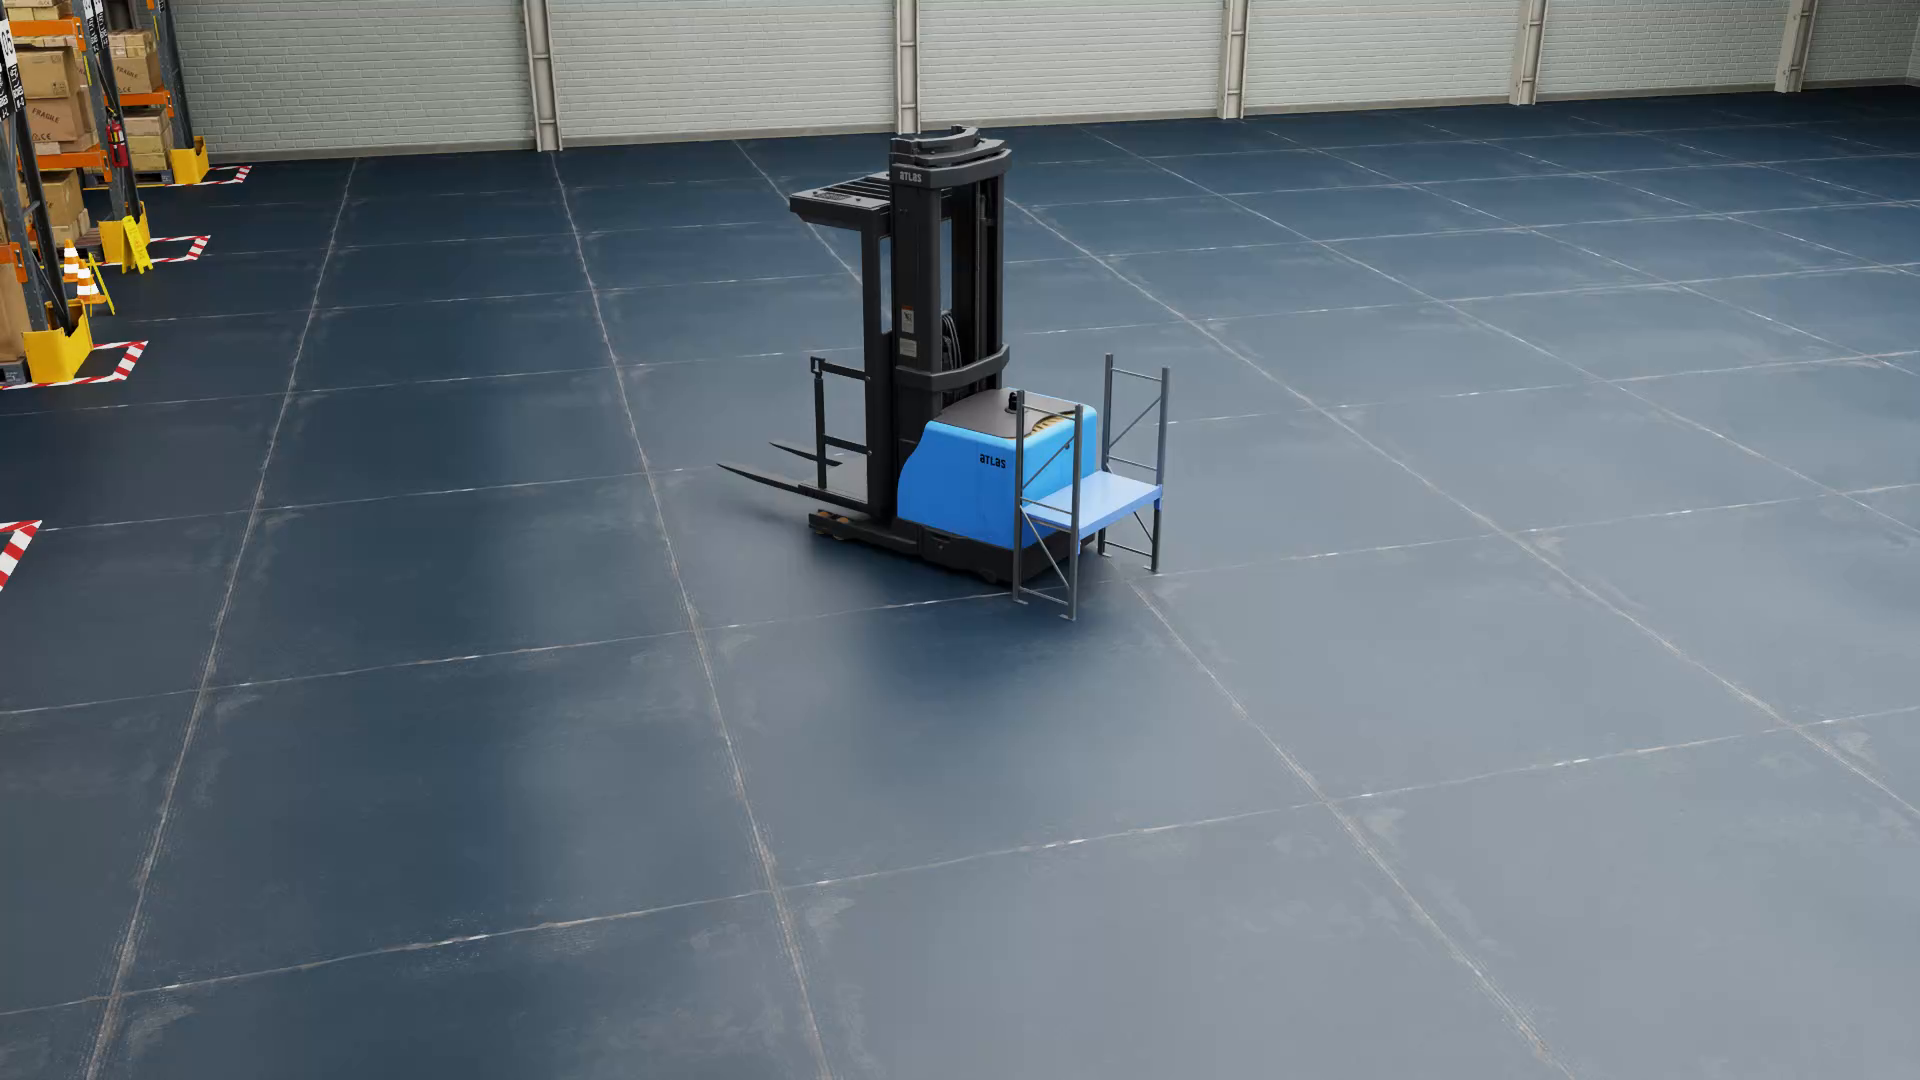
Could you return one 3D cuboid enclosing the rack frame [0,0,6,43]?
[{"bbox_3d":[-8.764,-5.837,14.442,0.127,3.000,1.000,-6,24,-14],"label":"rack frame"}]

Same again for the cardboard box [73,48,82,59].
[{"bbox_3d":[-12.548,-6.969,23.738,0.250,0.149,0.380,-6,24,-15],"label":"cardboard box"}]

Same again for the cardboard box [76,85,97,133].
[{"bbox_3d":[-10.730,-5.187,20.030,0.500,0.500,0.500,-7,24,-15],"label":"cardboard box"}]

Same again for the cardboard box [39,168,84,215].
[{"bbox_3d":[-11.073,-4.239,20.330,0.500,0.500,0.500,-7,24,-16],"label":"cardboard box"}]

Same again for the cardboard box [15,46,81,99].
[{"bbox_3d":[-10.632,-5.454,19.385,0.500,0.500,0.700,-7,24,-16],"label":"cardboard box"}]

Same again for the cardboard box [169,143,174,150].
[{"bbox_3d":[-12.069,-5.785,24.882,0.500,0.250,0.500,-6,24,-14],"label":"cardboard box"}]

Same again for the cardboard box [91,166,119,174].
[{"bbox_3d":[-12.392,-5.543,24.319,0.500,0.250,0.500,-6,24,-14],"label":"cardboard box"}]

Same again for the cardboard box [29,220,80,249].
[{"bbox_3d":[-10.928,-3.688,19.995,0.500,0.250,0.500,-6,24,-15],"label":"cardboard box"}]

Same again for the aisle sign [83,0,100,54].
[{"bbox_3d":[-10.061,-6.040,19.226,0.004,0.787,0.394,-6,24,-14],"label":"aisle sign"}]

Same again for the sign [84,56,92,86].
[{"bbox_3d":[-10.068,-5.414,19.193,0.005,0.325,0.100,-6,24,-14],"label":"sign"}]

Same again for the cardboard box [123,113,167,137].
[{"bbox_3d":[-11.902,-6.055,24.243,0.500,0.250,0.500,-5,24,-13],"label":"cardboard box"}]

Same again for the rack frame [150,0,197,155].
[{"bbox_3d":[-11.543,-6.833,24.371,0.127,3.000,1.000,-6,24,-14],"label":"rack frame"}]

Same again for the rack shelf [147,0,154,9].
[{"bbox_3d":[-13.469,-7.668,23.425,4.000,0.370,1.077,-6,24,-14],"label":"rack shelf"}]

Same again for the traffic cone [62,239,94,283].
[{"bbox_3d":[-10.264,-3.248,19.232,0.334,0.463,0.336,-6,24,-14],"label":"traffic cone"}]

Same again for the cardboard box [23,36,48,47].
[{"bbox_3d":[-13.033,-7.022,23.484,0.250,0.149,0.380,-6,24,-13],"label":"cardboard box"}]

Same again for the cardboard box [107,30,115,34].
[{"bbox_3d":[-12.436,-7.311,24.157,0.250,0.149,0.380,-6,24,-13],"label":"cardboard box"}]

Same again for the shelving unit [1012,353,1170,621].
[{"bbox_3d":[0.883,-0.373,11.214,0.538,1.500,1.048,18,29,35],"label":"shelving unit"}]

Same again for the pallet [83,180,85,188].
[{"bbox_3d":[-13.441,-5.326,24.394,1.213,0.211,1.003,-6,24,-14],"label":"pallet"}]

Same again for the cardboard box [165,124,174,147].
[{"bbox_3d":[-12.052,-6.021,24.799,0.500,0.250,0.500,-6,24,-13],"label":"cardboard box"}]

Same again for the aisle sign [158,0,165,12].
[{"bbox_3d":[-11.401,-7.923,23.615,0.004,0.787,0.394,-6,24,-14],"label":"aisle sign"}]

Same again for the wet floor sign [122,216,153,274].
[{"bbox_3d":[-9.727,-3.481,19.545,0.232,0.644,0.267,2,23,4],"label":"wet floor sign"}]

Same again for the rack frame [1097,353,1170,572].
[{"bbox_3d":[1.201,-0.530,11.578,0.500,1.500,0.032,18,29,35],"label":"rack frame"}]

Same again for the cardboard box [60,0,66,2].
[{"bbox_3d":[-10.755,-6.443,19.470,0.500,0.250,0.500,-7,24,-15],"label":"cardboard box"}]

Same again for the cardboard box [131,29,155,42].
[{"bbox_3d":[-11.924,-7.359,24.270,0.250,0.149,0.380,-7,24,-15],"label":"cardboard box"}]

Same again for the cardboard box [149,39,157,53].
[{"bbox_3d":[-11.940,-7.240,24.369,0.250,0.149,0.380,-7,24,-16],"label":"cardboard box"}]

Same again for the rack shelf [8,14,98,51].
[{"bbox_3d":[-12.125,-5.784,19.034,4.000,0.370,1.077,-6,24,-14],"label":"rack shelf"}]

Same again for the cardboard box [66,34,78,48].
[{"bbox_3d":[-12.565,-7.121,23.716,0.250,0.149,0.380,-6,24,-14],"label":"cardboard box"}]

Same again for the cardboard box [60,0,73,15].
[{"bbox_3d":[-10.606,-6.300,19.643,0.250,0.149,0.380,-6,24,-14],"label":"cardboard box"}]

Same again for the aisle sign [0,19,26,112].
[{"bbox_3d":[-8.777,-4.397,15.396,0.004,0.787,0.394,-6,24,-14],"label":"aisle sign"}]

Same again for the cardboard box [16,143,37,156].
[{"bbox_3d":[-10.968,-4.624,19.542,0.250,0.149,0.380,-7,24,-15],"label":"cardboard box"}]

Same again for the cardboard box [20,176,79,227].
[{"bbox_3d":[-10.900,-4.039,19.862,0.500,0.500,0.500,-6,24,-14],"label":"cardboard box"}]

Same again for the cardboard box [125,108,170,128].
[{"bbox_3d":[-12.057,-6.243,24.681,0.500,0.250,0.500,-7,24,-15],"label":"cardboard box"}]

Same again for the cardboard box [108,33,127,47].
[{"bbox_3d":[-12.060,-7.158,23.801,0.250,0.149,0.380,-6,24,-14],"label":"cardboard box"}]

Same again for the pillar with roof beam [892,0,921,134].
[{"bbox_3d":[0.260,-9.502,22.983,0.400,9.000,9.100,-6,24,-14],"label":"pillar with roof beam"}]

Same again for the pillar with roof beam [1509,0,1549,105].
[{"bbox_3d":[11.814,-10.780,25.961,0.400,9.000,9.100,-6,24,-14],"label":"pillar with roof beam"}]

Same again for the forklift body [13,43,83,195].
[{"bbox_3d":[-12.876,-5.549,22.454,1.214,2.155,2.313,-6,24,-14],"label":"forklift body"}]

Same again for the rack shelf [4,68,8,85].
[{"bbox_3d":[-10.690,-3.915,14.679,4.000,0.370,1.077,-6,24,-14],"label":"rack shelf"}]

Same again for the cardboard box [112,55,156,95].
[{"bbox_3d":[-11.946,-6.727,23.997,0.500,0.500,0.500,-7,24,-16],"label":"cardboard box"}]

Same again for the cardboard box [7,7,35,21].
[{"bbox_3d":[-10.698,-6.029,19.011,0.250,0.149,0.380,-6,24,-14],"label":"cardboard box"}]

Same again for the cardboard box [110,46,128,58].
[{"bbox_3d":[-12.039,-6.995,23.800,0.250,0.149,0.380,-6,24,-14],"label":"cardboard box"}]

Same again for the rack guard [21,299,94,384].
[{"bbox_3d":[-8.741,-1.934,16.124,0.348,0.500,1.175,-6,24,-14],"label":"rack guard"}]

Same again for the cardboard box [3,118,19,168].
[{"bbox_3d":[-9.132,-3.621,15.325,0.550,0.550,0.875,-6,24,-14],"label":"cardboard box"}]

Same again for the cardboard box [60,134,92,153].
[{"bbox_3d":[-10.501,-4.713,19.748,0.250,0.149,0.380,-5,24,-13],"label":"cardboard box"}]

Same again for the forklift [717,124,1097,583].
[{"bbox_3d":[-0.504,-1.495,12.016,3.031,2.935,1.130,16,28,33],"label":"forklift"}]

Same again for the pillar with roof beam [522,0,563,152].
[{"bbox_3d":[-5.517,-8.863,21.493,0.400,9.000,9.100,-6,24,-14],"label":"pillar with roof beam"}]

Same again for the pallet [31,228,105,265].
[{"bbox_3d":[-11.064,-3.586,20.341,1.213,0.211,1.003,-6,24,-14],"label":"pallet"}]
